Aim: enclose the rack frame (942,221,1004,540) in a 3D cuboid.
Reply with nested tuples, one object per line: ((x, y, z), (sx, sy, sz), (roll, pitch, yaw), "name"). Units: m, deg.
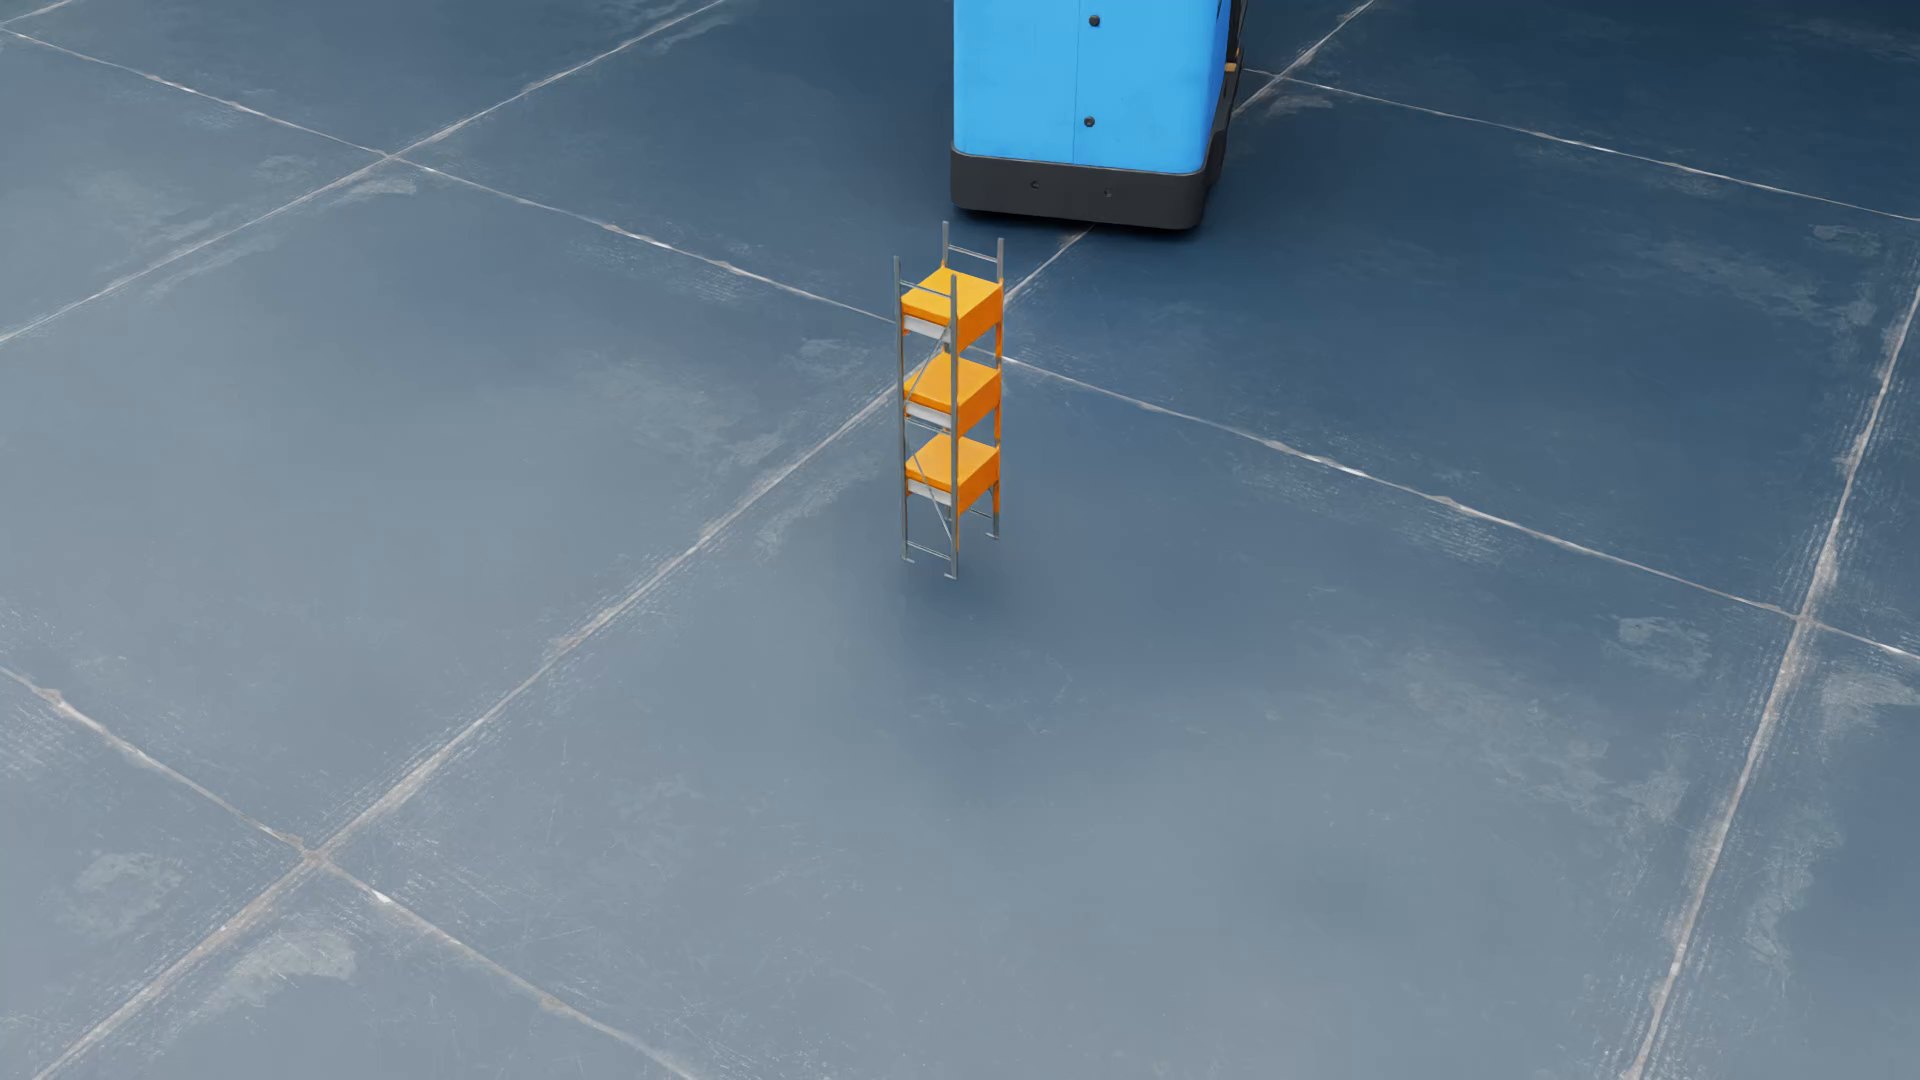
((0.037, -0.451, 4.975), (0.200, 1.050, 0.008), (21, 42, 25), "rack frame")

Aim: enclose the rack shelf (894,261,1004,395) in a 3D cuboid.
((-0.029, -0.605, 4.727), (0.215, 0.259, 0.240), (21, 42, 25), "rack shelf")

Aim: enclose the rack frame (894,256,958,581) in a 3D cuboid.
((-0.094, -0.325, 4.812), (0.200, 1.050, 0.008), (21, 42, 25), "rack frame")

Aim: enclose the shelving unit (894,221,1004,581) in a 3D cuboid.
((-0.029, -0.388, 4.894), (0.215, 1.050, 0.252), (21, 42, 25), "shelving unit")

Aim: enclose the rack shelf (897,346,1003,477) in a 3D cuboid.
((-0.029, -0.380, 4.900), (0.215, 0.259, 0.240), (21, 42, 25), "rack shelf")

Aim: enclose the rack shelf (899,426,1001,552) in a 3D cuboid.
((-0.029, -0.160, 5.070), (0.215, 0.259, 0.240), (21, 42, 25), "rack shelf")

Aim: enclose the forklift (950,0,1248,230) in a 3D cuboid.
((0.778, -3.326, 7.164), (1.130, 2.935, 3.031), (8, 38, 10), "forklift")
